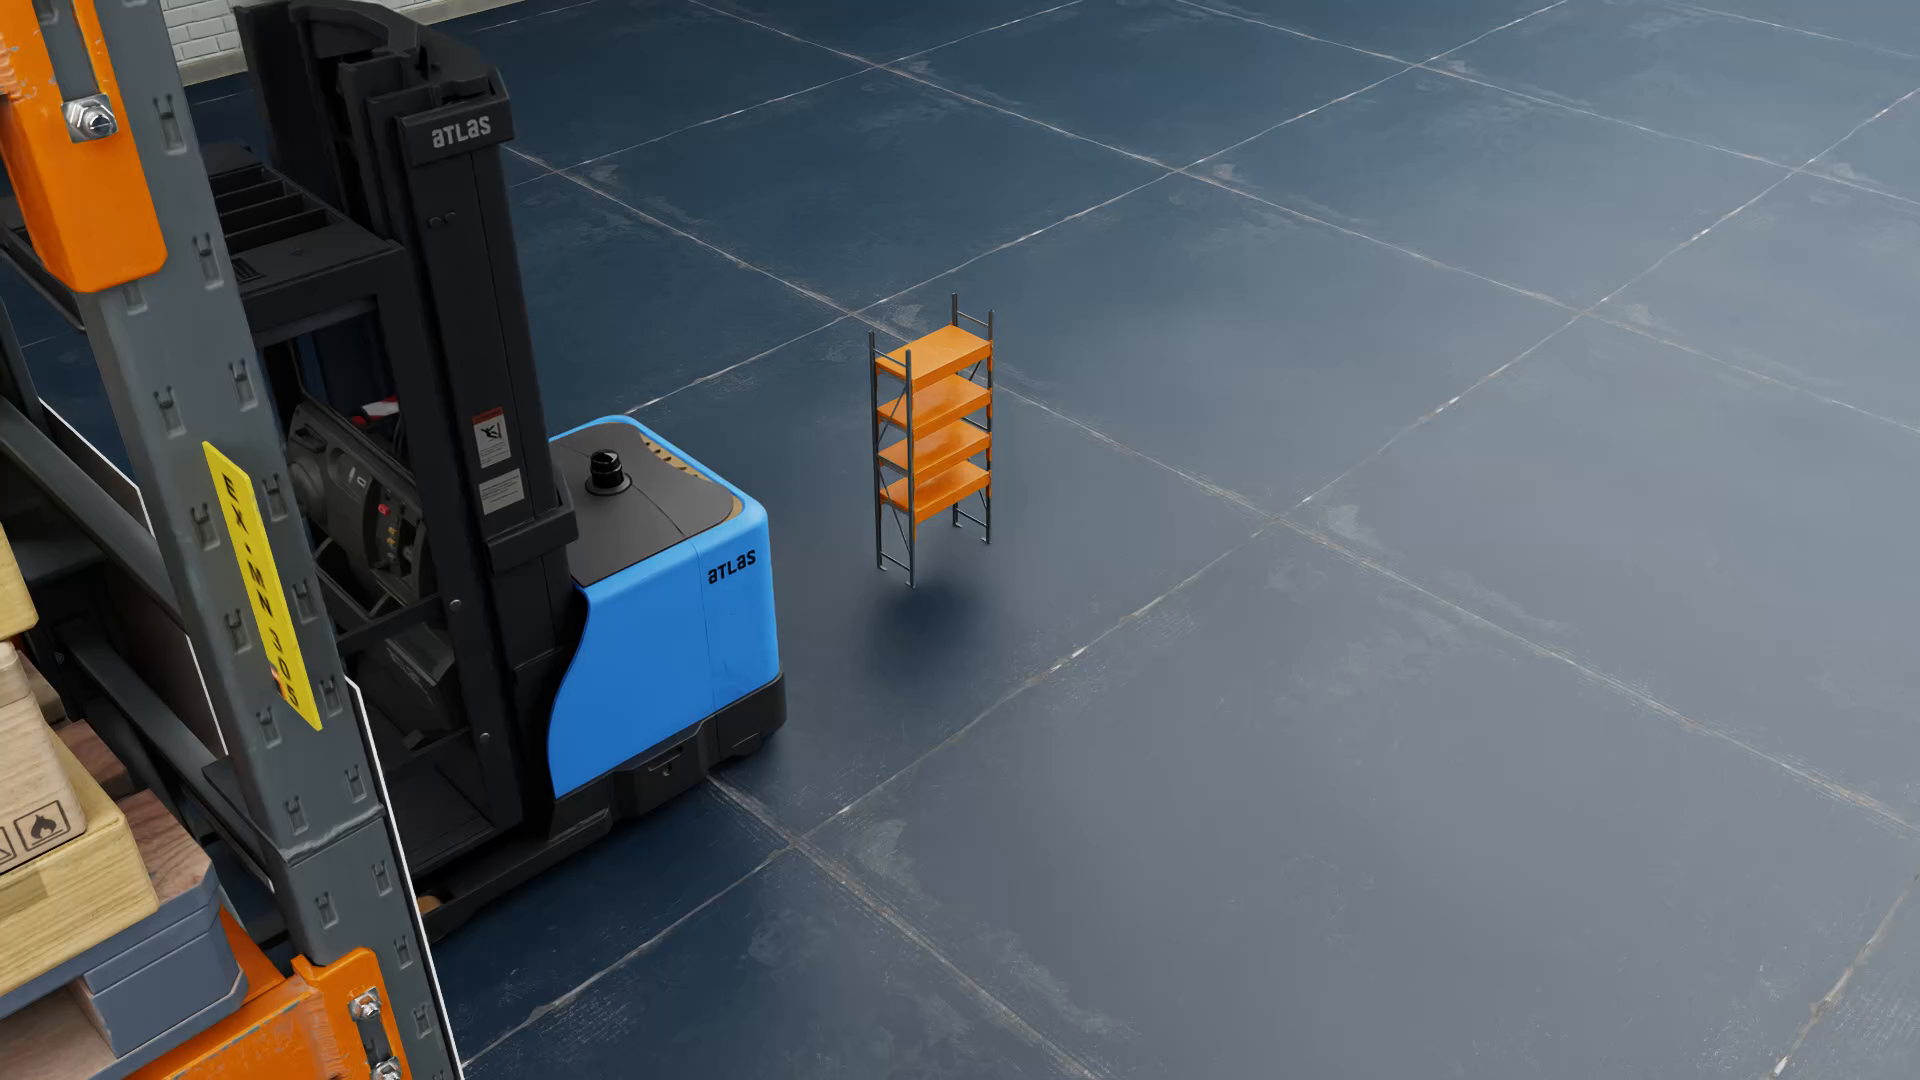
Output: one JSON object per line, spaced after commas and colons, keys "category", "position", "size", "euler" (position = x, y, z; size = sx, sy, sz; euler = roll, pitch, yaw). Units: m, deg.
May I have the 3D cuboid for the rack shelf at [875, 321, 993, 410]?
{"category": "rack shelf", "position": [-0.117, -0.747, 7.086], "size": [0.258, 0.148, 0.480], "euler": [30, 45, 35]}

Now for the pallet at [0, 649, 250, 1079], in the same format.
{"category": "pallet", "position": [-1.613, 0.501, 1.865], "size": [1.003, 0.211, 1.213], "euler": [30, 45, 35]}

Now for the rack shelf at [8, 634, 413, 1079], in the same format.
{"category": "rack shelf", "position": [-2.507, 1.266, 1.319], "size": [1.077, 0.370, 4.000], "euler": [30, 45, 35]}

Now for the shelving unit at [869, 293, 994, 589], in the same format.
{"category": "shelving unit", "position": [-0.117, -0.425, 7.310], "size": [0.258, 1.200, 0.503], "euler": [30, 45, 35]}

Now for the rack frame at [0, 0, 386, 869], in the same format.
{"category": "rack frame", "position": [-1.098, -1.071, 1.419], "size": [1.000, 3.000, 0.127], "euler": [30, 45, 35]}

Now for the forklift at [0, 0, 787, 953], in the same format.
{"category": "forklift", "position": [-2.112, -0.067, 5.284], "size": [3.031, 2.935, 1.130], "euler": [-28, 44, -34]}

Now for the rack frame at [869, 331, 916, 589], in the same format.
{"category": "rack frame", "position": [-0.289, -0.326, 7.168], "size": [0.240, 1.200, 0.015], "euler": [30, 45, 35]}

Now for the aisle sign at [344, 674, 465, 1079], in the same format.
{"category": "aisle sign", "position": [-0.835, 0.415, 2.260], "size": [0.394, 0.787, 0.004], "euler": [30, 45, 35]}

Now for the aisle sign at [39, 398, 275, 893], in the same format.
{"category": "aisle sign", "position": [-1.261, 0.173, 2.607], "size": [0.394, 0.787, 0.004], "euler": [30, 45, 35]}

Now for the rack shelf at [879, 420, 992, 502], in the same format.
{"category": "rack shelf", "position": [-0.117, -0.370, 7.349], "size": [0.258, 0.148, 0.480], "euler": [30, 45, 35]}

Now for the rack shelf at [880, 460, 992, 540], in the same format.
{"category": "rack shelf", "position": [-0.117, -0.207, 7.463], "size": [0.258, 0.148, 0.480], "euler": [30, 45, 35]}

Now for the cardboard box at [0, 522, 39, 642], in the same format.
{"category": "cardboard box", "position": [-1.095, -0.005, 1.580], "size": [0.250, 0.149, 0.380], "euler": [-29, 44, -35]}

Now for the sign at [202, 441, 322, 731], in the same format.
{"category": "sign", "position": [-0.723, 0.053, 1.725], "size": [0.100, 0.325, 0.005], "euler": [30, 45, 35]}

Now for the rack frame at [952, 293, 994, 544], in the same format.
{"category": "rack frame", "position": [0.055, -0.524, 7.452], "size": [0.240, 1.200, 0.015], "euler": [30, 45, 35]}

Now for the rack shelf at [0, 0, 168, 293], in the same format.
{"category": "rack shelf", "position": [-2.507, 0.200, 0.575], "size": [1.077, 0.370, 4.000], "euler": [30, 45, 35]}

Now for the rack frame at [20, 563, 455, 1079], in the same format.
{"category": "rack frame", "position": [-1.098, 1.389, 3.136], "size": [1.000, 3.000, 0.127], "euler": [30, 45, 35]}

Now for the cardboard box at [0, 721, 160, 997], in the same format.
{"category": "cardboard box", "position": [-1.092, 0.320, 1.811], "size": [0.380, 0.149, 0.250], "euler": [29, 44, 35]}

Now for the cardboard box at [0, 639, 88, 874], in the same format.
{"category": "cardboard box", "position": [-1.245, 0.197, 1.640], "size": [0.500, 0.250, 0.500], "euler": [-29, 44, -35]}

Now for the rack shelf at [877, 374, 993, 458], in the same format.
{"category": "rack shelf", "position": [-0.117, -0.553, 7.221], "size": [0.258, 0.148, 0.480], "euler": [30, 45, 35]}
